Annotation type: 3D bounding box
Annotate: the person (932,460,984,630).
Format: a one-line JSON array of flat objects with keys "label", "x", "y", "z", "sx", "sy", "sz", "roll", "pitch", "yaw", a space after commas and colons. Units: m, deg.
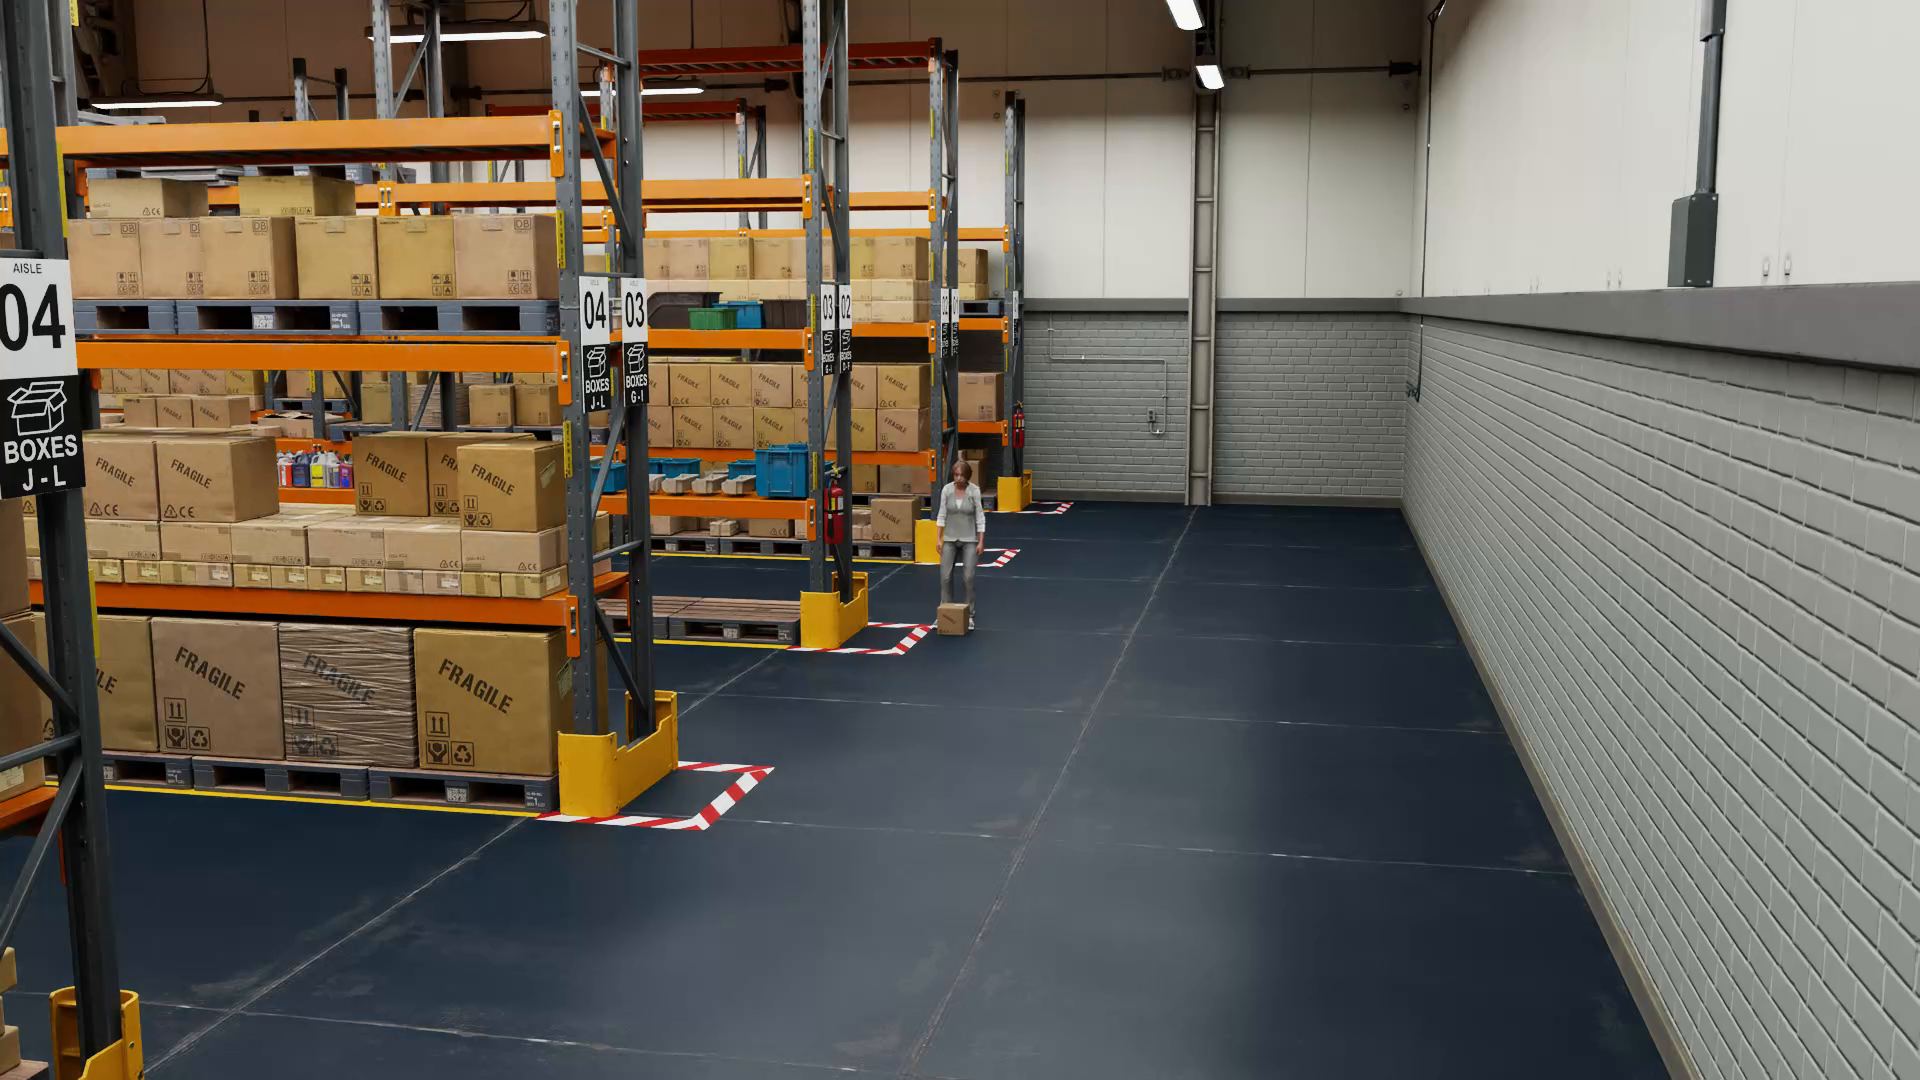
[{"label": "person", "x": -0.008, "y": 0.040, "z": 15.589, "sx": 0.475, "sy": 1.591, "sz": 0.318, "roll": 2, "pitch": 8, "yaw": 12}]
